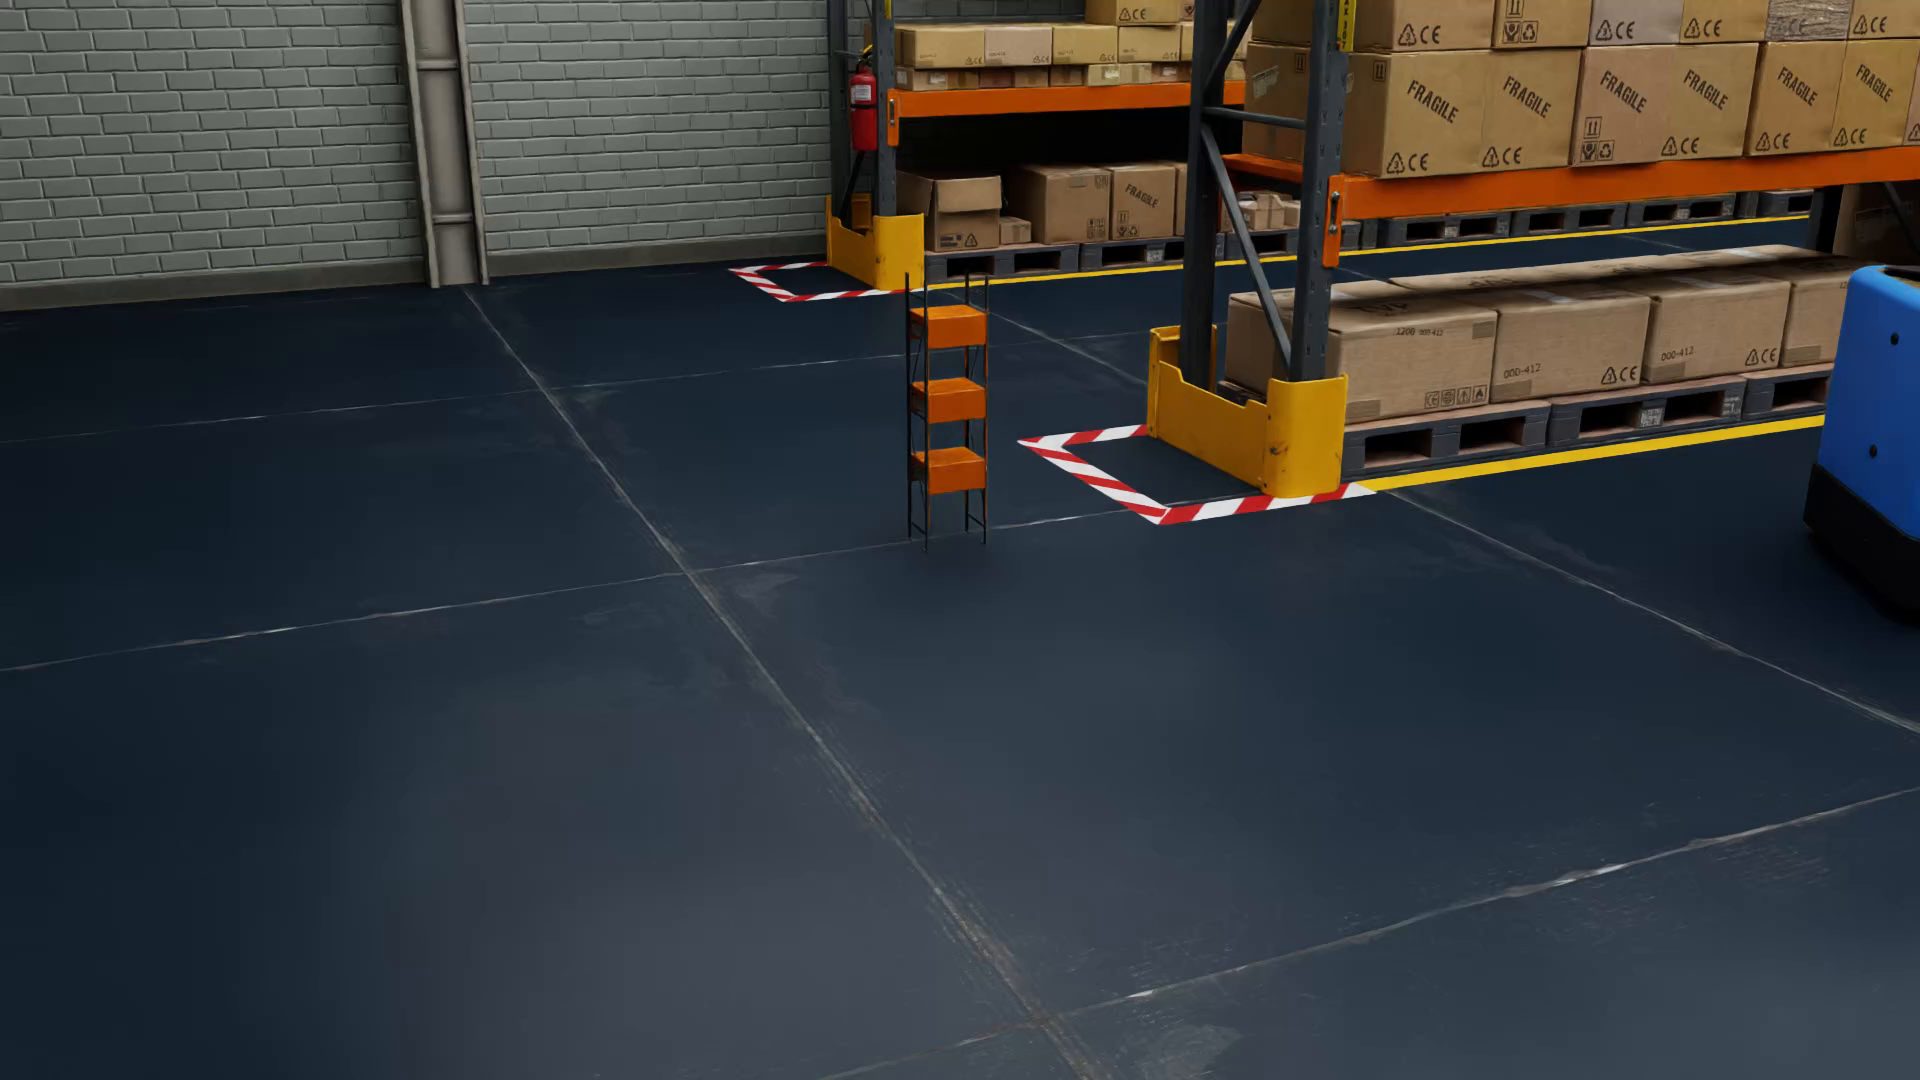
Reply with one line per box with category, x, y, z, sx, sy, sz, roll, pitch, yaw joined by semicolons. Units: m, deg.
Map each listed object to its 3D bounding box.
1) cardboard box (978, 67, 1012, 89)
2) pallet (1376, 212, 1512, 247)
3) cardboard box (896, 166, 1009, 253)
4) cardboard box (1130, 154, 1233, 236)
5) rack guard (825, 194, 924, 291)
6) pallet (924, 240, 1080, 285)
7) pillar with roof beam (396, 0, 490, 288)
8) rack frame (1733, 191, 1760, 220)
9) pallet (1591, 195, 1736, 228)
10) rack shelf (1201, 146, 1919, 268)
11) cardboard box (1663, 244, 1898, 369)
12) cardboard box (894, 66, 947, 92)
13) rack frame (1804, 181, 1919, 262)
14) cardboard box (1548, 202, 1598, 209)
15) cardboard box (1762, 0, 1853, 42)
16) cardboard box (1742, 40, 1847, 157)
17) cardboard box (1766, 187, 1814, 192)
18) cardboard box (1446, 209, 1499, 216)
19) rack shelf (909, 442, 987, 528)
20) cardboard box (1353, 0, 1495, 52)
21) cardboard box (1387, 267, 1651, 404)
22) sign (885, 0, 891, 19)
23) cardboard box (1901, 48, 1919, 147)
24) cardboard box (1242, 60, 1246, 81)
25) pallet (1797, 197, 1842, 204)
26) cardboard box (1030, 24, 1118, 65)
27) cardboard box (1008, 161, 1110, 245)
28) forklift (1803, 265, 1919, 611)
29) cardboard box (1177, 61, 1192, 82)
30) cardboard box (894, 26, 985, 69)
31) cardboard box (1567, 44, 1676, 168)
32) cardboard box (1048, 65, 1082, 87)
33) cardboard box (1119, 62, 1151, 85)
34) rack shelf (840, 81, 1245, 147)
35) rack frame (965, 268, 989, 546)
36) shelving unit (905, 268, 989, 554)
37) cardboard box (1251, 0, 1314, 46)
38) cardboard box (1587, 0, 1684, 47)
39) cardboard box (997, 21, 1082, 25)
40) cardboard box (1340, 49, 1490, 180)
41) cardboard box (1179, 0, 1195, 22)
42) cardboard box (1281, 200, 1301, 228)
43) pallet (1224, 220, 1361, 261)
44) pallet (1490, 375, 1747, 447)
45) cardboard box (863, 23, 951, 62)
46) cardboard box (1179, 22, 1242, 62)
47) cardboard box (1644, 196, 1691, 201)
cardboard box;0.169;-3.233;11.566;0.250;0.149;0.380;-8;21;-23
pallet;3.720;-2.628;13.670;1.213;0.211;1.003;-8;21;-22
cardboard box;-0.085;-2.371;11.867;0.637;0.503;0.797;-9;21;-24
cardboard box;1.668;-2.607;12.541;0.500;0.500;0.700;-9;21;-24
rack guard;-0.615;-2.130;11.819;0.348;0.500;1.175;-8;21;-22
pallet;0.117;-2.099;12.166;1.213;0.211;1.003;-8;21;-22
pillar with roof beam;-1.812;-4.736;6.424;0.400;9.000;9.100;-8;21;-22
rack frame;6.661;-4.351;14.364;0.127;3.000;1.000;-8;21;-22
pallet;5.961;-2.949;14.581;1.213;0.211;1.003;-8;21;-22
rack shelf;3.122;-1.710;7.944;4.000;0.370;1.077;-8;21;-22
cardboard box;4.339;-1.252;8.786;0.875;0.438;0.875;-8;21;-23
cardboard box;-0.274;-3.140;11.302;0.250;0.149;0.380;-8;21;-22
rack frame;4.958;-2.312;8.572;0.127;3.000;1.000;-8;21;-22
cardboard box;4.945;-3.043;13.779;0.500;0.500;0.500;-9;21;-24
cardboard box;3.701;-2.551;7.593;0.500;0.500;0.500;-8;21;-21
cardboard box;3.707;-2.080;7.763;0.500;0.500;0.500;-8;21;-23
cardboard box;7.239;-3.507;14.910;0.625;0.625;0.875;-7;21;-20
cardboard box;4.007;-2.912;13.408;0.500;0.500;0.500;-8;21;-23
rack shelf;-0.049;-0.216;6.424;0.240;0.259;0.215;-8;21;-22
cardboard box;1.839;-2.281;6.828;0.500;0.500;0.500;-9;21;-23
cardboard box;2.689;-1.016;8.116;0.875;0.438;0.875;-8;21;-20
sign;-0.469;-3.542;10.762;0.005;0.325;0.100;-8;21;-22
cardboard box;4.633;-2.220;8.161;0.500;0.500;0.500;-8;21;-21
cardboard box;2.085;-3.479;12.265;0.250;0.149;0.380;-8;21;-21
pallet;8.551;-3.292;15.553;1.213;0.211;1.003;-8;21;-22
cardboard box;0.766;-3.480;11.668;0.500;0.250;0.500;-9;21;-23
cardboard box;0.715;-2.470;12.153;0.500;0.500;0.700;-7;21;-20
forklift;4.752;-1.184;5.471;3.031;2.935;1.130;2;20;7
cardboard box;1.580;-3.437;12.146;0.250;0.149;0.380;-8;21;-21
cardboard box;-0.161;-3.346;11.287;0.500;0.250;0.500;-8;21;-22
cardboard box;2.767;-1.945;7.379;0.500;0.500;0.500;-8;21;-22
cardboard box;0.667;-3.284;11.711;0.250;0.149;0.380;-8;21;-21
cardboard box;1.162;-3.335;11.856;0.250;0.149;0.380;-8;21;-21
rack shelf;1.152;-3.223;12.242;4.000;0.370;1.077;-8;21;-22
rack frame;0.063;-0.504;6.373;0.008;1.050;0.200;-8;21;-22
shelving unit;-0.049;-0.488;6.328;0.252;1.050;0.215;-8;21;-22
cardboard box;1.634;-2.441;7.281;0.500;0.500;0.500;-7;21;-20
cardboard box;2.780;-2.421;7.226;0.500;0.500;0.500;-8;21;-22
cardboard box;0.563;-3.641;12.125;0.500;0.250;0.500;-7;21;-20
cardboard box;1.840;-1.809;6.992;0.500;0.500;0.500;-8;21;-22
cardboard box;1.516;-4.134;12.395;0.500;0.500;0.500;-9;21;-23
cardboard box;2.593;-2.516;12.811;0.250;0.149;0.380;-9;21;-24
pallet;2.357;-2.420;13.077;1.213;0.211;1.003;-8;21;-22
pallet;3.107;-0.759;8.359;1.213;0.211;1.003;-8;21;-22
cardboard box;-0.367;-3.510;11.752;0.500;0.250;0.500;-8;21;-20
cardboard box;1.700;-3.621;12.069;0.500;0.250;0.500;-8;21;-22
cardboard box;5.894;-3.187;14.188;0.500;0.500;0.500;-8;21;-23
